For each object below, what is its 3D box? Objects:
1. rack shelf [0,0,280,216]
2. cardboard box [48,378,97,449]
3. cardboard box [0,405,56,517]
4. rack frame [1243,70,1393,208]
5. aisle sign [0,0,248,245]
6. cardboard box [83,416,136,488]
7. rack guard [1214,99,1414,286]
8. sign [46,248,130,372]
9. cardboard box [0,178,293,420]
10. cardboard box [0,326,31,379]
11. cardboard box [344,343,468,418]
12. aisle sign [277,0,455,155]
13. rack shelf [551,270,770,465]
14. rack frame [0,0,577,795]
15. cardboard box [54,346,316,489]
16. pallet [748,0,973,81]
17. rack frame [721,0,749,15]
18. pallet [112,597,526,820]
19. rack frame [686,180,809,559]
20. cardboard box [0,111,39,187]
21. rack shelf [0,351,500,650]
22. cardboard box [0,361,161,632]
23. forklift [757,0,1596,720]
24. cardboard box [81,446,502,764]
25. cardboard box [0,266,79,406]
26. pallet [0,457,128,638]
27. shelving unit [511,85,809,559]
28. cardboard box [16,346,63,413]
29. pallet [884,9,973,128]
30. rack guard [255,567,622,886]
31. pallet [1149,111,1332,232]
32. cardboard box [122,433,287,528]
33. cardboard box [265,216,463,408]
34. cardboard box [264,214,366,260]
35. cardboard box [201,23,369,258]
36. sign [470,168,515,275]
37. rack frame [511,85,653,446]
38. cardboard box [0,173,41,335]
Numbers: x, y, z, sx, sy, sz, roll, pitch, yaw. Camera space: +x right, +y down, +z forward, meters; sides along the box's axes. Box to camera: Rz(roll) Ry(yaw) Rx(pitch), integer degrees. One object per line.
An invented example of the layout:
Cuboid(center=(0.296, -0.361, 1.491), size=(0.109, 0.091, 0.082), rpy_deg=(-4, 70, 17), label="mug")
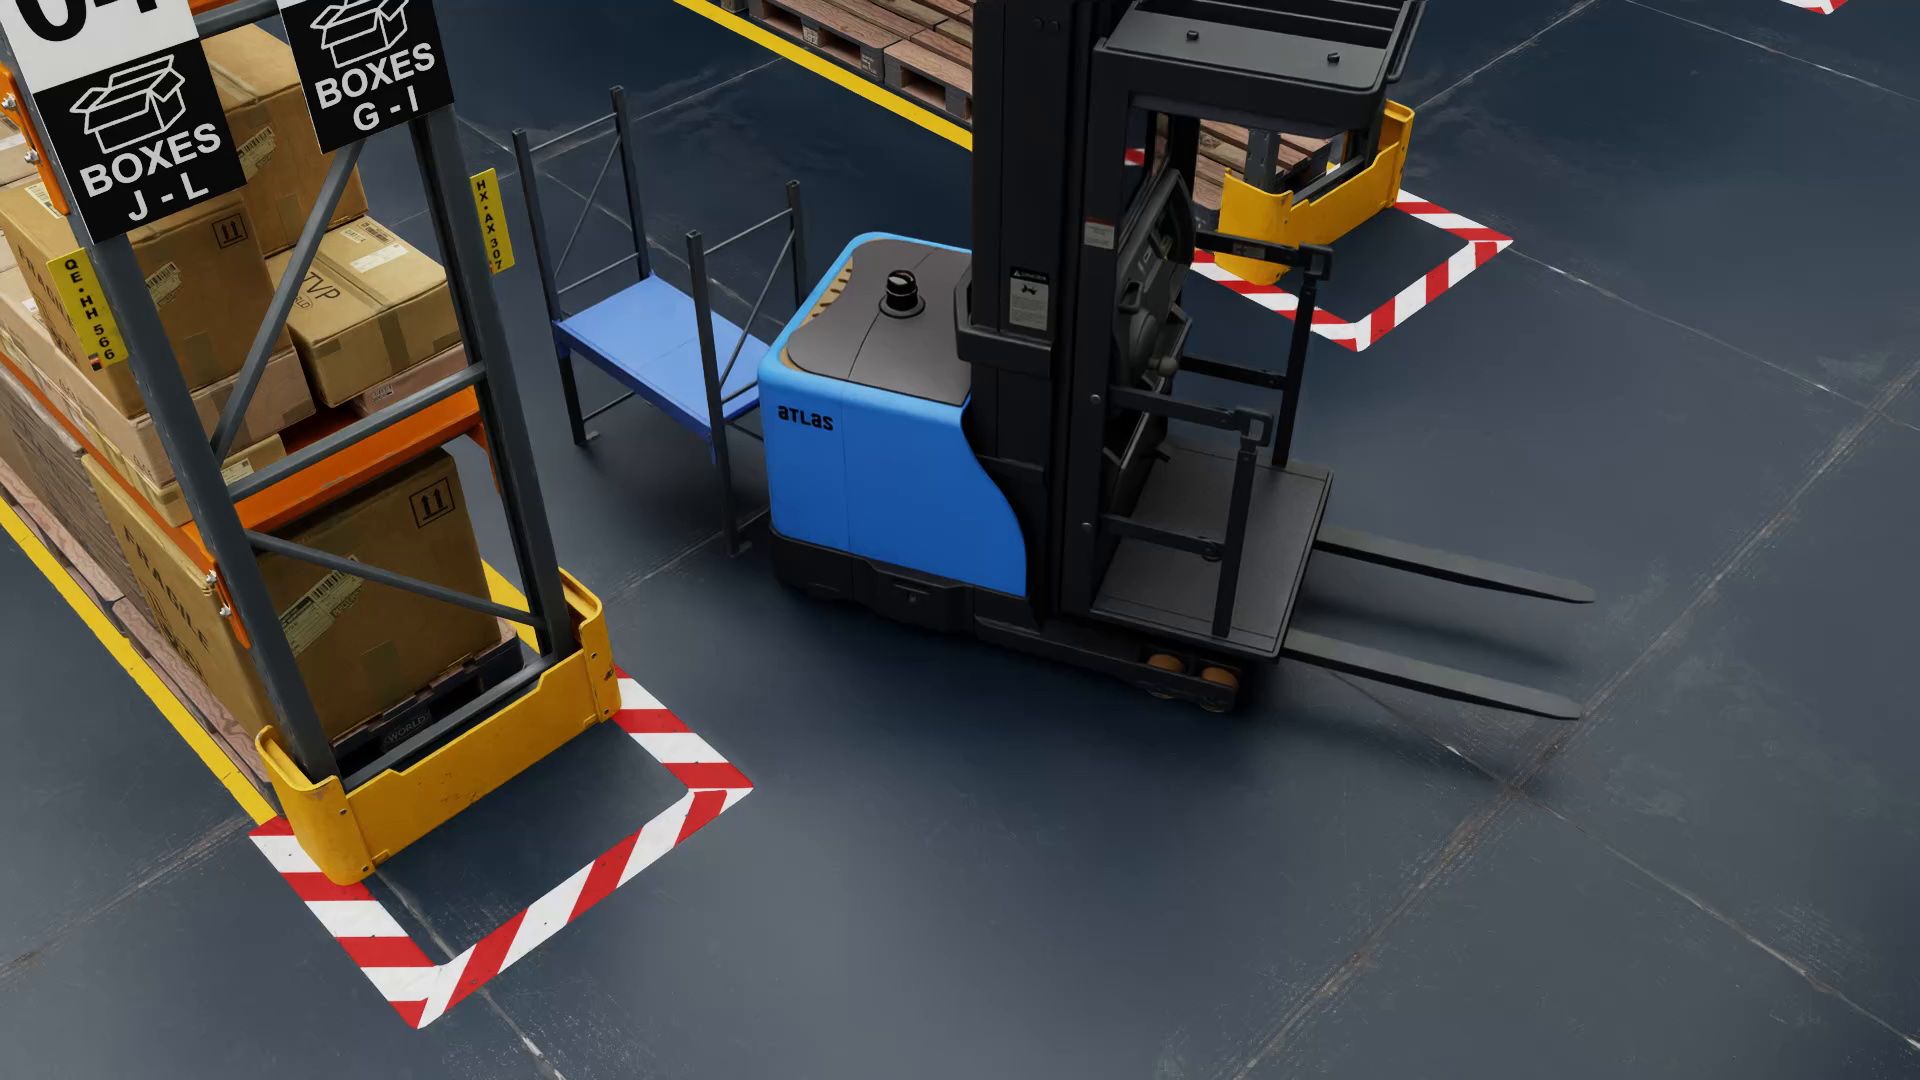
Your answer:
Cuboid(center=(-3.177, -2.109, 5.142), size=(1.077, 0.370, 4.000), rpy_deg=(-34, 53, -31), label="rack shelf")
Cuboid(center=(-2.612, -0.478, 5.242), size=(0.380, 0.149, 0.250), rpy_deg=(-34, 52, -31), label="cardboard box")
Cuboid(center=(-3.545, -0.819, 6.682), size=(0.875, 0.875, 0.875), rpy_deg=(-34, 53, -31), label="cardboard box")
Cuboid(center=(1.742, -2.685, 7.445), size=(1.000, 3.000, 0.127), rpy_deg=(-34, 53, -31), label="rack frame")
Cuboid(center=(-1.927, -1.087, 3.801), size=(0.394, 0.787, 0.004), rpy_deg=(-34, 53, -31), label="aisle sign")
Cuboid(center=(-2.434, -0.356, 5.110), size=(0.380, 0.149, 0.250), rpy_deg=(-34, 52, -31), label="cardboard box")
Cuboid(center=(1.768, -1.761, 8.288), size=(1.175, 0.500, 0.348), rpy_deg=(-34, 53, -31), label="rack guard")
Cuboid(center=(-2.159, -0.570, 4.129), size=(0.100, 0.325, 0.005), rpy_deg=(-34, 53, -31), label="sign")
Cuboid(center=(-2.295, -0.749, 4.689), size=(0.500, 0.500, 0.500), rpy_deg=(-33, 52, -31), label="cardboard box")
Cuboid(center=(-2.972, -0.722, 5.506), size=(0.250, 0.149, 0.380), rpy_deg=(33, 52, 31), label="cardboard box")
Cuboid(center=(-1.782, -0.547, 5.317), size=(0.380, 0.149, 0.250), rpy_deg=(-33, 52, -31), label="cardboard box")
Cuboid(center=(-1.502, -1.375, 4.112), size=(0.394, 0.787, 0.004), rpy_deg=(-34, 53, -31), label="aisle sign")
Cuboid(center=(-1.118, -0.713, 6.681), size=(1.000, 0.185, 0.538), rpy_deg=(33, 52, 31), label="rack shelf")
Cuboid(center=(-1.765, -0.311, 4.876), size=(1.000, 3.000, 0.127), rpy_deg=(-34, 53, -31), label="rack frame")
Cuboid(center=(-2.295, -0.471, 4.941), size=(0.500, 0.250, 0.500), rpy_deg=(33, 52, 31), label="cardboard box")
Cuboid(center=(-0.536, -3.248, 10.109), size=(1.003, 0.211, 1.213), rpy_deg=(-34, 53, -31), label="pallet")
Cuboid(center=(-1.083, -4.607, 9.525), size=(1.000, 3.000, 0.127), rpy_deg=(-34, 53, -31), label="rack frame")
Cuboid(center=(-2.385, 0.367, 6.198), size=(1.003, 0.211, 1.213), rpy_deg=(-34, 53, -31), label="pallet")
Cuboid(center=(-0.752, -0.606, 6.301), size=(0.032, 1.500, 0.500), rpy_deg=(33, 52, 31), label="rack frame")
Cuboid(center=(-3.383, -1.208, 5.738), size=(0.500, 0.250, 0.500), rpy_deg=(-34, 52, -31), label="cardboard box")
Cuboid(center=(-3.177, -1.008, 6.160), size=(1.077, 0.370, 4.000), rpy_deg=(-34, 53, -31), label="rack shelf")
Cuboid(center=(-2.916, -0.391, 6.219), size=(0.875, 0.875, 0.875), rpy_deg=(-34, 53, -31), label="cardboard box")
Cuboid(center=(0.838, -0.859, 5.519), size=(3.031, 2.935, 1.130), rpy_deg=(14, 45, 15), label="forklift")
Cuboid(center=(-2.274, 0.046, 5.746), size=(0.875, 0.875, 0.875), rpy_deg=(-34, 53, -31), label="cardboard box")
Cuboid(center=(-2.653, -0.715, 5.205), size=(0.500, 0.250, 0.500), rpy_deg=(33, 52, 31), label="cardboard box")
Cuboid(center=(-3.242, -0.220, 6.832), size=(1.003, 0.211, 1.213), rpy_deg=(-34, 53, -31), label="pallet")
Cuboid(center=(-1.118, -0.845, 6.559), size=(1.048, 1.500, 0.538), rpy_deg=(33, 52, 31), label="shelving unit")
Cuboid(center=(-2.787, -0.598, 5.372), size=(0.380, 0.149, 0.250), rpy_deg=(-33, 52, -31), label="cardboard box")
Cuboid(center=(0.329, -2.662, 9.475), size=(1.003, 0.211, 1.213), rpy_deg=(-34, 53, -31), label="pallet")
Cuboid(center=(-1.748, 0.619, 5.712), size=(1.175, 0.500, 0.348), rpy_deg=(-34, 53, -31), label="rack guard")
Cuboid(center=(1.187, -2.075, 8.841), size=(1.003, 0.211, 1.213), rpy_deg=(-34, 53, -31), label="pallet")
Cuboid(center=(-2.250, -0.232, 4.976), size=(0.380, 0.149, 0.250), rpy_deg=(-33, 52, -31), label="cardboard box")
Cuboid(center=(-1.913, -0.725, 5.216), size=(0.500, 0.250, 0.500), rpy_deg=(33, 52, 30), label="cardboard box")
Cuboid(center=(-2.285, -0.972, 5.483), size=(0.500, 0.250, 0.500), rpy_deg=(34, 52, 31), label="cardboard box")
Cuboid(center=(-2.266, -1.241, 5.221), size=(0.500, 0.500, 0.500), rpy_deg=(33, 52, 30), label="cardboard box")
Cuboid(center=(-1.368, -0.921, 4.840), size=(0.100, 0.325, 0.005), rpy_deg=(-34, 53, -31), label="sign")
Cuboid(center=(-1.485, -1.084, 6.818), size=(0.032, 1.500, 0.500), rpy_deg=(33, 52, 31), label="rack frame")
Cuboid(center=(-3.013, -0.959, 5.469), size=(0.500, 0.250, 0.500), rpy_deg=(32, 52, 30), label="cardboard box")
